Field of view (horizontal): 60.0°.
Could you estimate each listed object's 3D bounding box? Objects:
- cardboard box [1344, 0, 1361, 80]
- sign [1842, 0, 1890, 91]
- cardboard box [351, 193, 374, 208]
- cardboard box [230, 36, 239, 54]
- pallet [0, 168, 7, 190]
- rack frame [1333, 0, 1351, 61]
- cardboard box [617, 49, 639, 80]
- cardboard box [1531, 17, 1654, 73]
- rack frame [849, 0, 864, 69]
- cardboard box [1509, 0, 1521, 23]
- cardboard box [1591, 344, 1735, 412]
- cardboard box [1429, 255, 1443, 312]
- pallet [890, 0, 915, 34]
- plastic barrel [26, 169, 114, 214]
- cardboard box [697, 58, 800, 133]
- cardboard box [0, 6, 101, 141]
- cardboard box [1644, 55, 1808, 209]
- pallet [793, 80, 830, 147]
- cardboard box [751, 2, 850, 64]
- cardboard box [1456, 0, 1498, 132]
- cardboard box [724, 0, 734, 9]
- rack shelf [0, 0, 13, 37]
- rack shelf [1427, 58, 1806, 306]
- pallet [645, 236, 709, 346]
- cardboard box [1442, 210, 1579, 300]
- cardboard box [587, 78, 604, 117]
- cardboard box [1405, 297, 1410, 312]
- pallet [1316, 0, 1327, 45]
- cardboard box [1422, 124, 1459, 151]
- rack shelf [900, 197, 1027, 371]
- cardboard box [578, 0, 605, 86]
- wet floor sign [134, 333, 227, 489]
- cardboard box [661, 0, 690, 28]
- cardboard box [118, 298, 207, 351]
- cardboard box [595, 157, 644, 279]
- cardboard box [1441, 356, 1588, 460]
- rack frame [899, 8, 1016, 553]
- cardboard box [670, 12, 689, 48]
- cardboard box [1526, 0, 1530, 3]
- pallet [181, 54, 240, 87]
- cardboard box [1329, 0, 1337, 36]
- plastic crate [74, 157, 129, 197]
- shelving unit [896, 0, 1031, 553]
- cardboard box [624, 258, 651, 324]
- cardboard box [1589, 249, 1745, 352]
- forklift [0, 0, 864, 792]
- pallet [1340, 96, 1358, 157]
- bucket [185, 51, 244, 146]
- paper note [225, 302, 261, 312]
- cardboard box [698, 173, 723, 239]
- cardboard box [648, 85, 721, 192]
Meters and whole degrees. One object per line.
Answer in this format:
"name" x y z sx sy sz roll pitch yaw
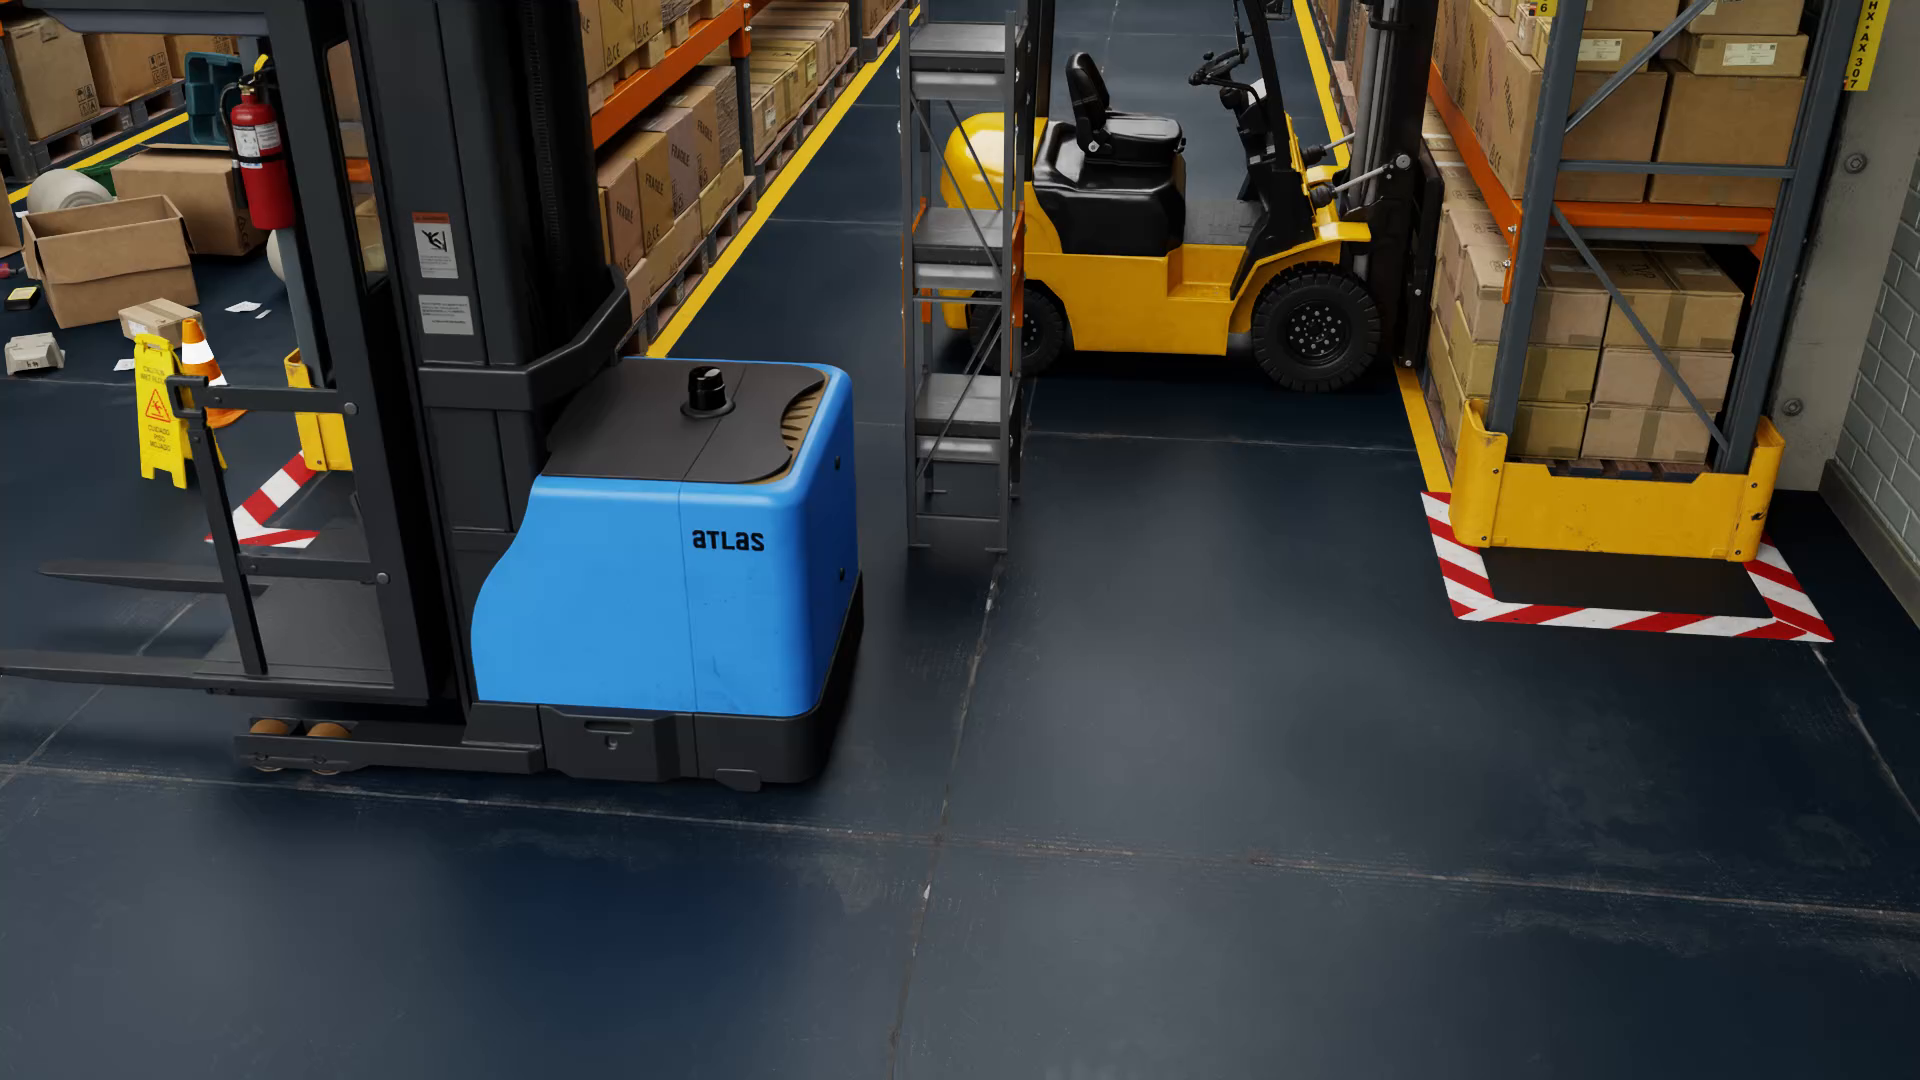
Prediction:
"cardboard box" 3.502 -3.969 13.015 0.875 0.625 0.625 4 29 8
"sign" 3.162 -1.737 5.816 0.100 0.325 0.005 3 28 6
"cardboard box" -3.307 -2.001 9.935 0.500 0.500 0.500 -24 36 -37
"cardboard box" -6.424 -4.562 13.984 1.050 0.750 0.750 3 28 6
"pallet" -6.921 -2.185 10.583 1.003 0.211 1.213 3 28 6
"rack frame" 3.592 -5.122 13.095 1.000 3.000 0.127 3 28 6
"cardboard box" -1.829 -2.411 8.327 0.380 0.149 0.250 3 28 5
"cardboard box" 2.376 -1.865 6.260 0.380 0.149 0.250 4 29 7
"rack frame" -1.335 -5.409 13.627 1.000 3.000 0.127 3 28 6
"cardboard box" 2.512 -2.222 6.922 0.380 0.149 0.250 3 28 6
"cardboard box" 2.875 -0.760 6.927 0.500 0.250 0.500 4 29 7
"cardboard box" 2.476 -1.278 7.888 0.500 0.250 0.500 3 28 5
"pallet" -1.011 -5.120 16.032 1.003 0.211 1.213 3 28 6
"plastic barrel" -5.367 -2.009 10.032 0.421 0.421 0.512 -24 36 -37
"cardboard box" -1.678 -3.139 11.743 0.950 0.372 0.625 5 29 9
"cardboard box" -6.763 -3.258 11.564 1.050 0.750 0.750 3 28 6
"cardboard box" 2.948 -1.617 6.484 0.500 0.500 0.500 4 29 8
"pallet" -1.584 -3.241 12.543 1.003 0.211 1.213 3 28 6
"cardboard box" -1.414 -4.171 13.658 0.950 0.372 0.625 1 28 3
"cardboard box" 2.547 -2.132 7.439 0.500 0.500 0.500 3 28 5
"cardboard box" -1.562 -3.246 9.878 0.380 0.149 0.250 3 28 6
"rack shelf" -6.505 -4.391 12.496 1.077 0.370 4.000 3 28 6
"rack shelf" 2.857 -1.981 8.023 1.077 0.370 4.000 3 28 6
"pallet" -2.019 -1.404 9.134 1.003 0.211 1.213 3 28 6
"cardboard box" 2.415 -1.246 7.303 0.500 0.250 0.500 4 29 7
"cardboard box" -1.861 -2.037 7.633 0.380 0.149 0.250 4 29 7
"cardboard box" 2.538 -1.284 8.428 0.500 0.250 0.500 4 29 8
"pallet" 3.873 -4.816 15.467 1.003 0.211 1.213 3 28 6
"cardboard box" 2.609 -1.969 8.645 0.500 0.250 0.500 4 29 8
"rack shelf" 0.020 -0.990 6.403 0.431 0.518 0.480 3 28 6
"cardboard box" -1.921 -2.269 7.380 0.500 0.500 0.500 4 29 8
"wet floor sign" -3.400 -0.579 7.145 0.267 0.644 0.232 14 31 24
"cardboard box" -1.748 -2.990 8.718 0.500 0.500 0.500 4 29 8
"cardboard box" -4.159 -1.122 8.676 0.380 0.149 0.250 20 34 32
"cardboard box" -1.880 -1.569 8.165 0.500 0.500 0.500 2 28 4
"cardboard box" 2.356 -0.570 7.102 0.500 0.250 0.500 4 29 7
"rack frame" -0.010 -0.887 6.183 0.400 2.100 0.015 3 28 6
"cardboard box" -1.683 -2.768 8.990 0.380 0.149 0.250 3 28 5
"cardboard box" 2.451 -2.240 6.643 0.380 0.149 0.250 4 29 7
"pallet" -6.431 -4.054 14.053 1.003 0.211 1.213 3 28 6
"cardboard box" 3.502 -4.653 14.417 0.500 0.500 0.500 3 28 5
"plastic crate" -5.471 -2.395 10.938 0.450 0.188 0.662 9 28 37
"shelving unit" 0.020 -1.002 6.397 0.431 2.100 0.503 3 28 6
"cardboard box" -1.872 -1.221 8.310 0.500 0.250 0.500 4 29 8
"cardboard box" 2.858 -0.986 6.820 0.500 0.250 0.500 3 28 5
"forklift" -1.897 -0.780 5.108 3.031 2.935 1.130 3 28 5
"pallet" 3.300 -2.936 11.978 1.003 0.211 1.213 3 28 6
"bucket" -4.479 -2.796 10.626 0.726 0.611 0.620 14 21 24
"paper note" -3.922 -1.283 9.110 0.148 0.019 0.142 14 31 24
"cardboard box" -1.686 -1.955 9.672 0.500 0.250 0.500 3 28 5
"cardboard box" -1.692 -2.297 9.516 0.500 0.500 0.500 4 29 7
